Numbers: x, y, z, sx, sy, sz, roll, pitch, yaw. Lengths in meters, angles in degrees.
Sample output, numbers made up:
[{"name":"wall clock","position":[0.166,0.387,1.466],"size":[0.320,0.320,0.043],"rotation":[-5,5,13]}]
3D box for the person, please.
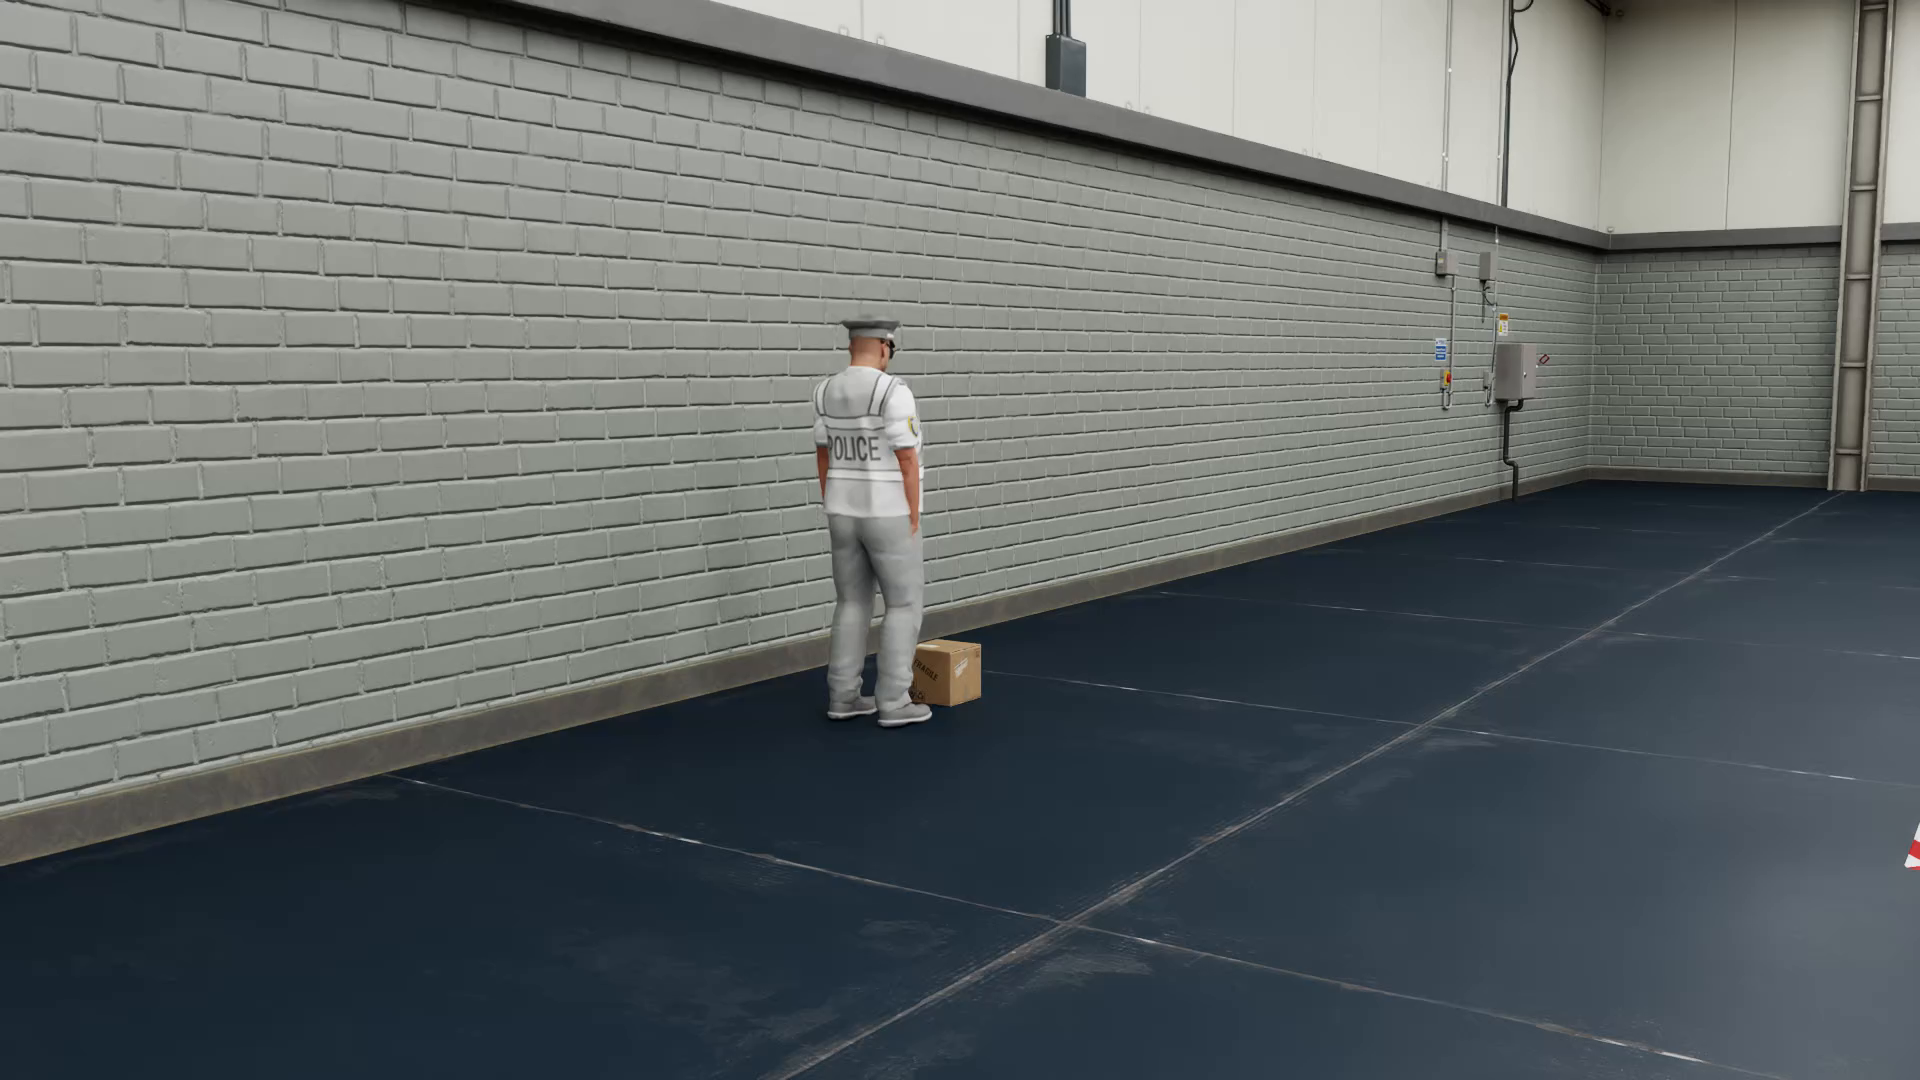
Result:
[{"name":"person","position":[-0.377,-0.087,7.113],"size":[0.530,1.740,0.391],"rotation":[4,8,35]}]
